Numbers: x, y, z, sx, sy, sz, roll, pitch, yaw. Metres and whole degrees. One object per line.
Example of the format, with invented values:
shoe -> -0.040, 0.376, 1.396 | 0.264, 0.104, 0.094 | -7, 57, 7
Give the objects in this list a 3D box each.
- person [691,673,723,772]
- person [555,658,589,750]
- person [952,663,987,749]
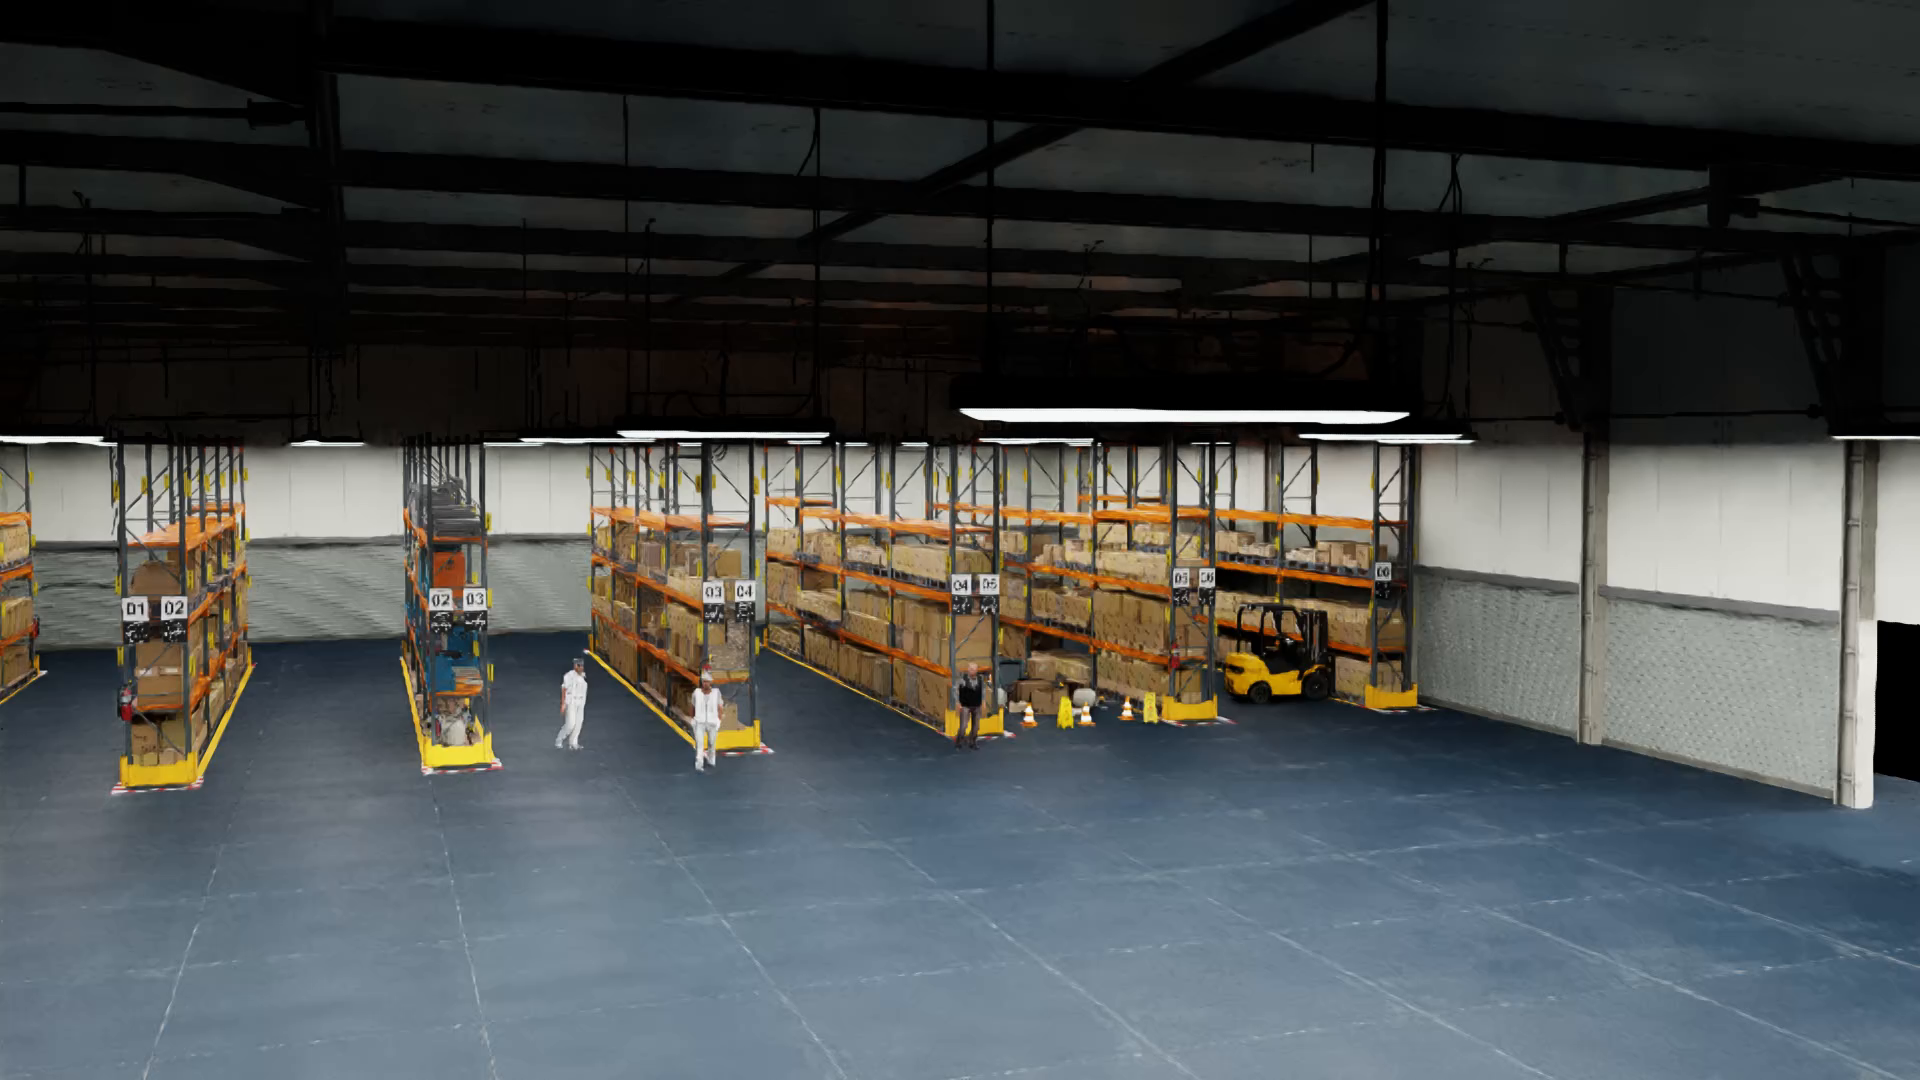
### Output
person -> -4.483, 3.213, 29.502 | 0.553, 1.724, 1.036 | -1, 3, -11
person -> -7.380, 3.098, 31.571 | 0.560, 1.753, 0.602 | 2, 4, 33
person -> 0.184, 3.143, 31.557 | 0.677, 1.674, 0.534 | -1, 3, -21
